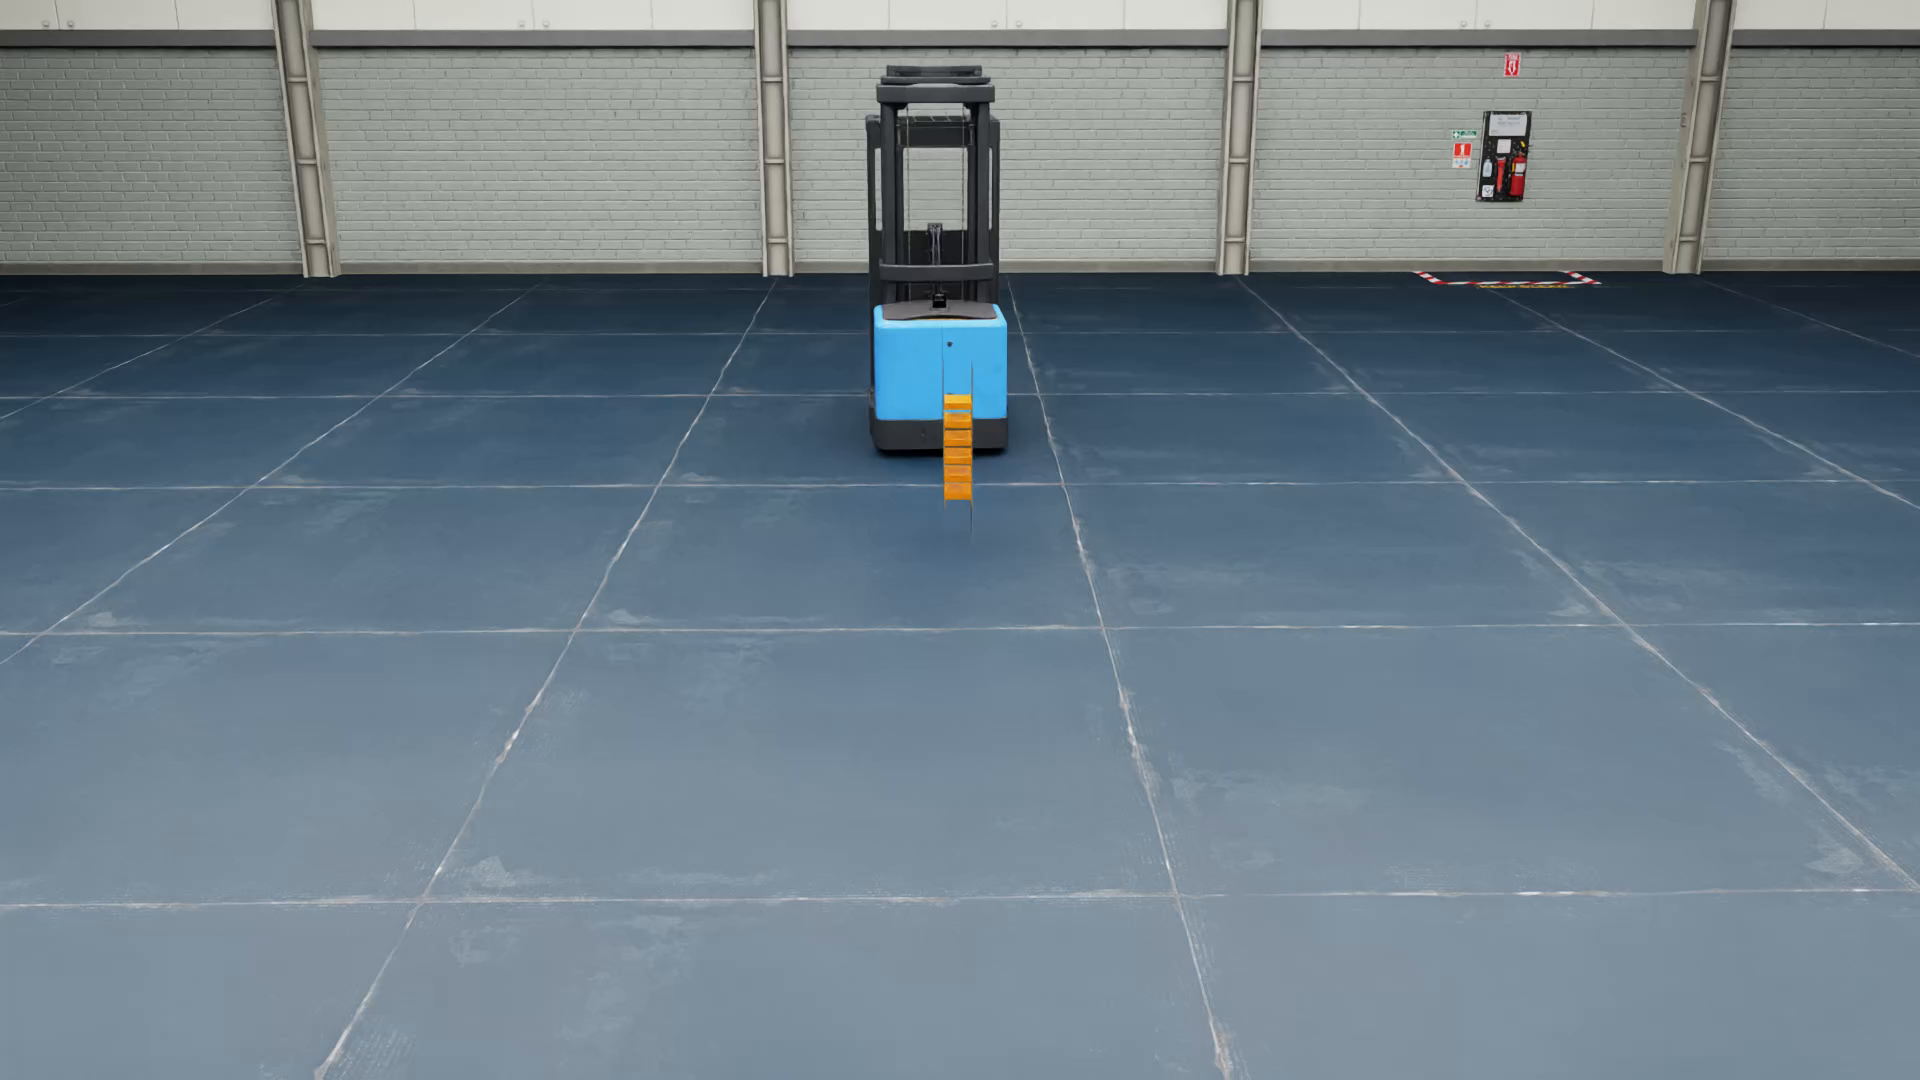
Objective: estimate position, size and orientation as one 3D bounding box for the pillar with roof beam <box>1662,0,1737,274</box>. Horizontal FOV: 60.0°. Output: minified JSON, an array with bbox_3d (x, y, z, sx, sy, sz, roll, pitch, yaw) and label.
[{"bbox_3d":[9.676,-6.539,16.698,0.400,9.000,9.100,0,18,-1],"label":"pillar with roof beam"}]

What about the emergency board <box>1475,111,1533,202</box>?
[{"bbox_3d":[7.136,-4.997,21.713,0.643,1.169,0.194,0,18,-1],"label":"emergency board"}]

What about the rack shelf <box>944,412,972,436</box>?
[{"bbox_3d":[-0.014,-0.757,10.804,0.180,0.103,0.258,0,18,-1],"label":"rack shelf"}]

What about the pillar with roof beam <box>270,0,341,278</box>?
[{"bbox_3d":[-8.322,-6.452,16.428,0.400,9.000,9.100,0,18,-1],"label":"pillar with roof beam"}]

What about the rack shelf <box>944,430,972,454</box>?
[{"bbox_3d":[-0.014,-0.643,10.841,0.180,0.103,0.258,0,18,-1],"label":"rack shelf"}]

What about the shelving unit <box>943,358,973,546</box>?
[{"bbox_3d":[-0.014,-0.571,10.864,0.189,1.200,0.258,0,18,-1],"label":"shelving unit"}]

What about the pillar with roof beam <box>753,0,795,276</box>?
[{"bbox_3d":[-2.323,-6.481,16.518,0.400,9.000,9.100,0,18,-1],"label":"pillar with roof beam"}]

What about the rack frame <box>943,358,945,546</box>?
[{"bbox_3d":[-0.106,-0.571,10.863,0.006,1.200,0.240,0,18,-1],"label":"rack frame"}]

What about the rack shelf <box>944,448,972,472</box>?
[{"bbox_3d":[-0.014,-0.529,10.878,0.180,0.103,0.258,0,18,-1],"label":"rack shelf"}]

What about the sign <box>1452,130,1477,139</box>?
[{"bbox_3d":[6.586,-5.292,21.708,0.331,0.109,0.001,0,18,-1],"label":"sign"}]

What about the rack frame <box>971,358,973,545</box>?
[{"bbox_3d":[0.077,-0.572,10.865,0.006,1.200,0.240,0,18,-1],"label":"rack frame"}]

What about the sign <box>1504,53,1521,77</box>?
[{"bbox_3d":[7.126,-6.131,21.453,0.199,0.298,0.001,0,18,-1],"label":"sign"}]

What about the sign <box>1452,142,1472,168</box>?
[{"bbox_3d":[6.582,-5.042,21.797,0.234,0.329,0.001,0,18,-1],"label":"sign"}]

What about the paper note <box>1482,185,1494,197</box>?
[{"bbox_3d":[6.958,-4.597,21.910,0.142,0.148,0.016,0,18,-1],"label":"paper note"}]

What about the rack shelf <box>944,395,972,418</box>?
[{"bbox_3d":[-0.014,-0.872,10.768,0.180,0.103,0.258,0,18,-1],"label":"rack shelf"}]

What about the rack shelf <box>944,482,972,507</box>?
[{"bbox_3d":[-0.014,-0.300,10.951,0.180,0.103,0.258,0,18,-1],"label":"rack shelf"}]

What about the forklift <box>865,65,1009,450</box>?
[{"bbox_3d":[-0.234,-2.502,14.050,1.130,2.935,3.031,-1,18,-4],"label":"forklift"}]

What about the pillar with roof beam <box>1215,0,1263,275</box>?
[{"bbox_3d":[3.676,-6.510,16.608,0.400,9.000,9.100,0,18,-1],"label":"pillar with roof beam"}]

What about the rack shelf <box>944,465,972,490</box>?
[{"bbox_3d":[-0.014,-0.415,10.914,0.180,0.103,0.258,0,18,-1],"label":"rack shelf"}]
